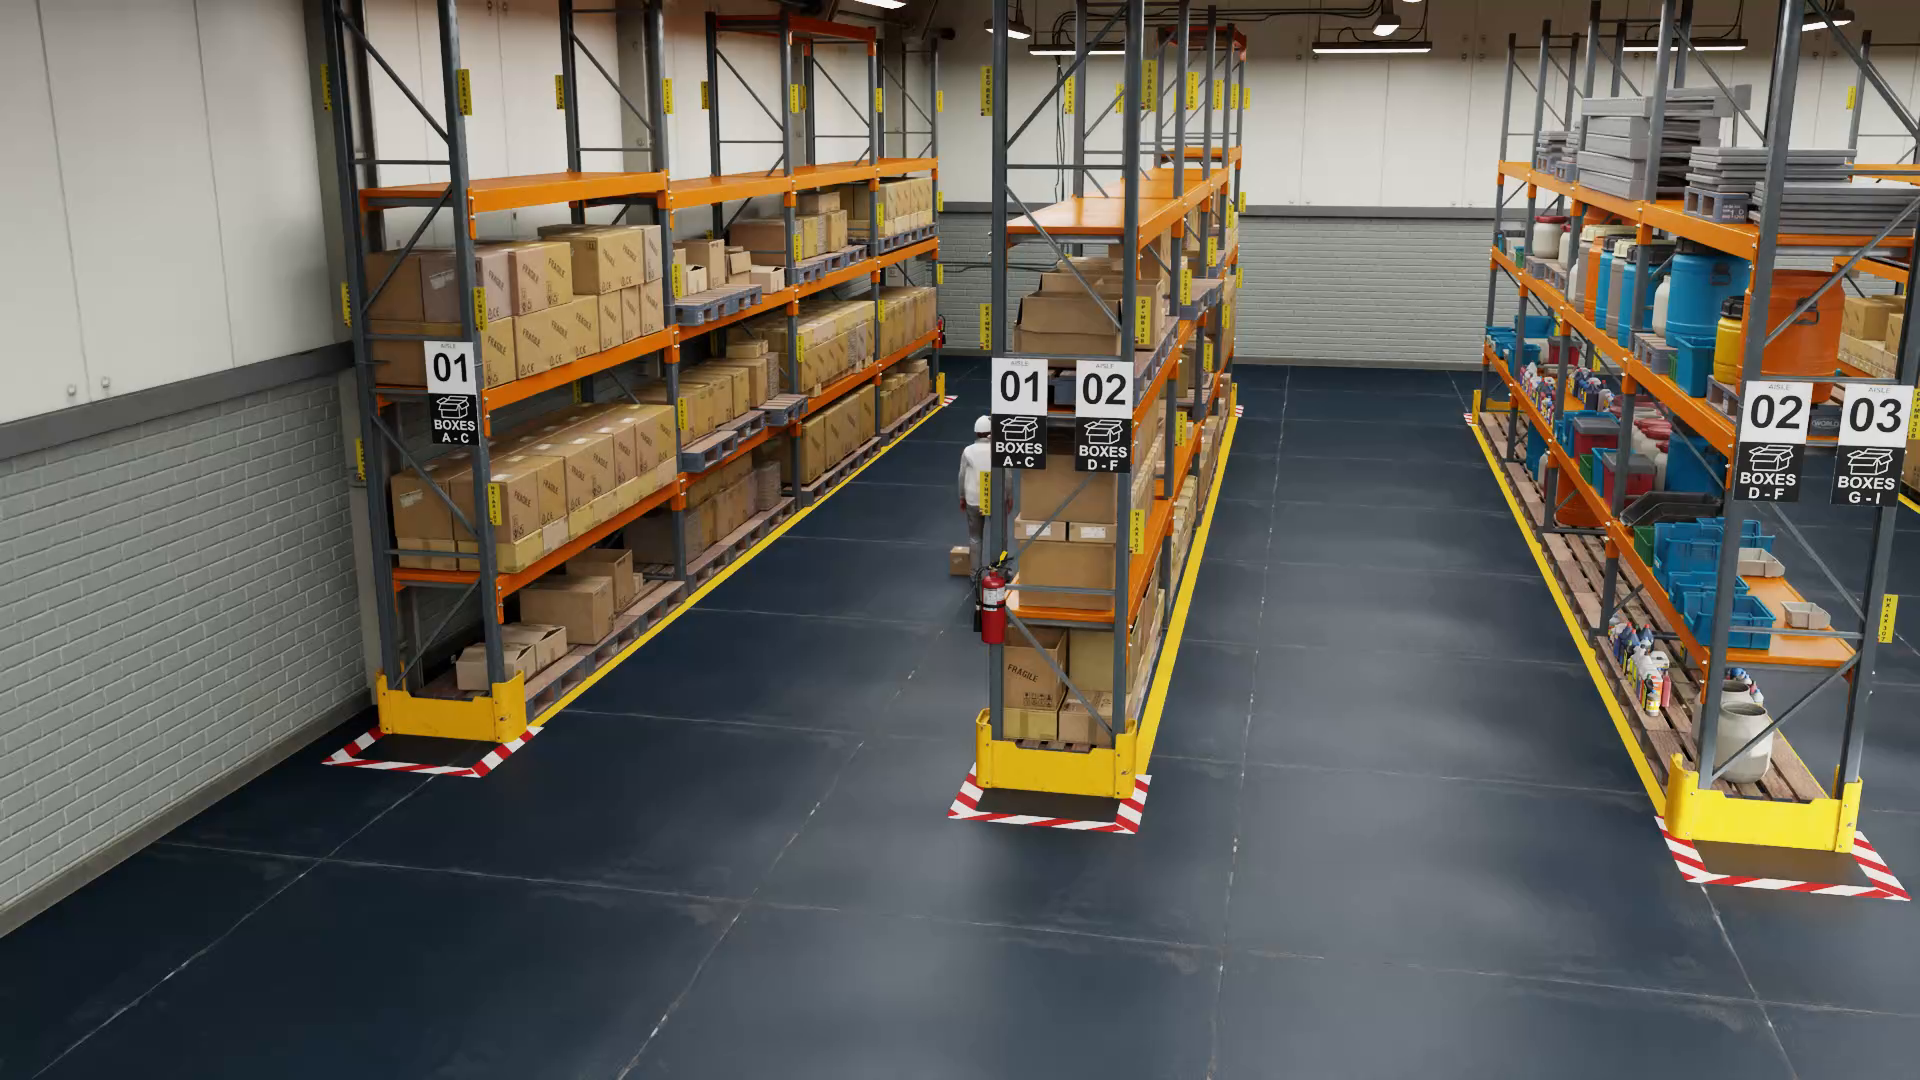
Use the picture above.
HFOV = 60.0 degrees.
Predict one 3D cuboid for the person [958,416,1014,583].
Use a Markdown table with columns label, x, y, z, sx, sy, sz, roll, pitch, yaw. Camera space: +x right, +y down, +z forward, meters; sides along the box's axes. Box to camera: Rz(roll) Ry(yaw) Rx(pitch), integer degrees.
| label | x | y | z | sx | sy | sz | roll | pitch | yaw |
| --- | --- | --- | --- | --- | --- | --- | --- | --- | --- |
| person | 0.277 | -0.426 | 17.606 | 0.589 | 1.767 | 0.464 | 2 | 15 | 8 |
